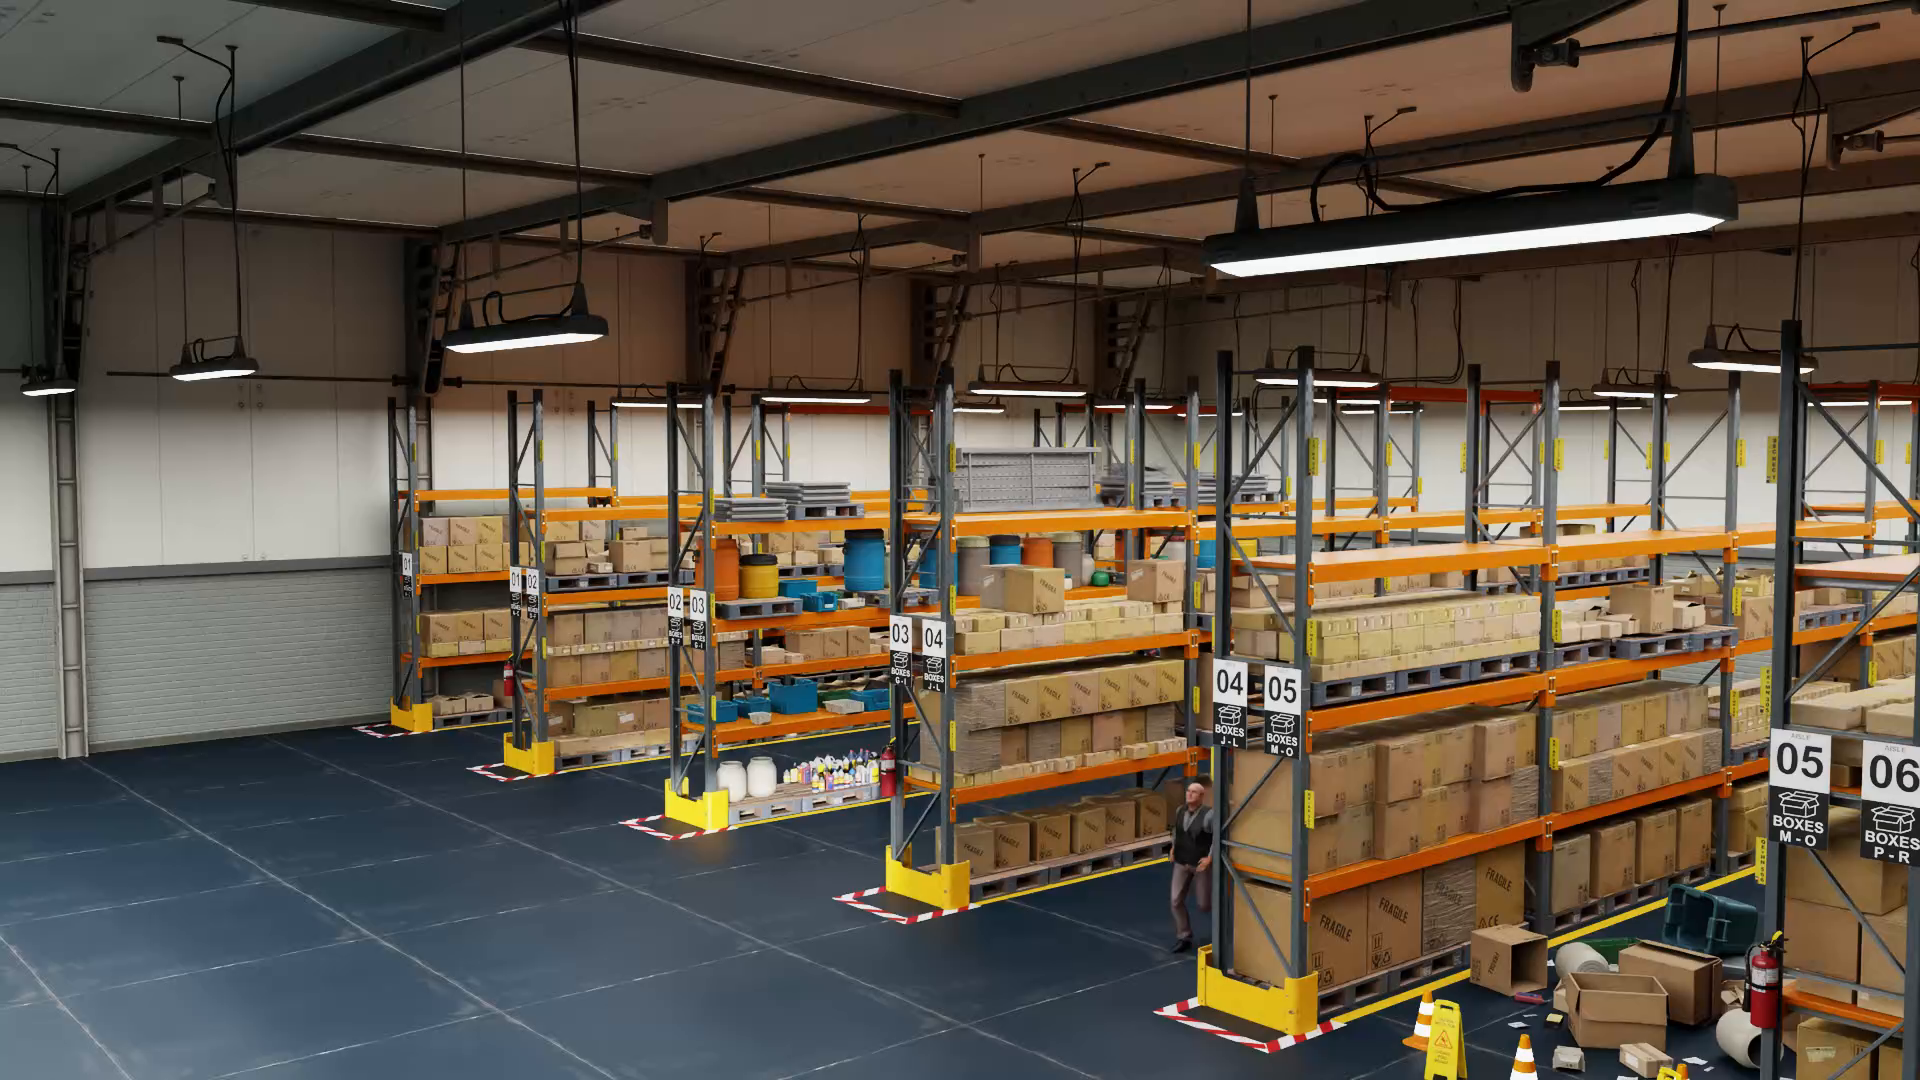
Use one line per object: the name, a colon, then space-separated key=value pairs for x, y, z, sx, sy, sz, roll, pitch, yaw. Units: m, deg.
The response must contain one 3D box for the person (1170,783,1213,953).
person: x=2.434 y=3.344 z=17.142 sx=0.656 sy=1.697 sz=0.874 roll=2 pitch=4 yaw=34
